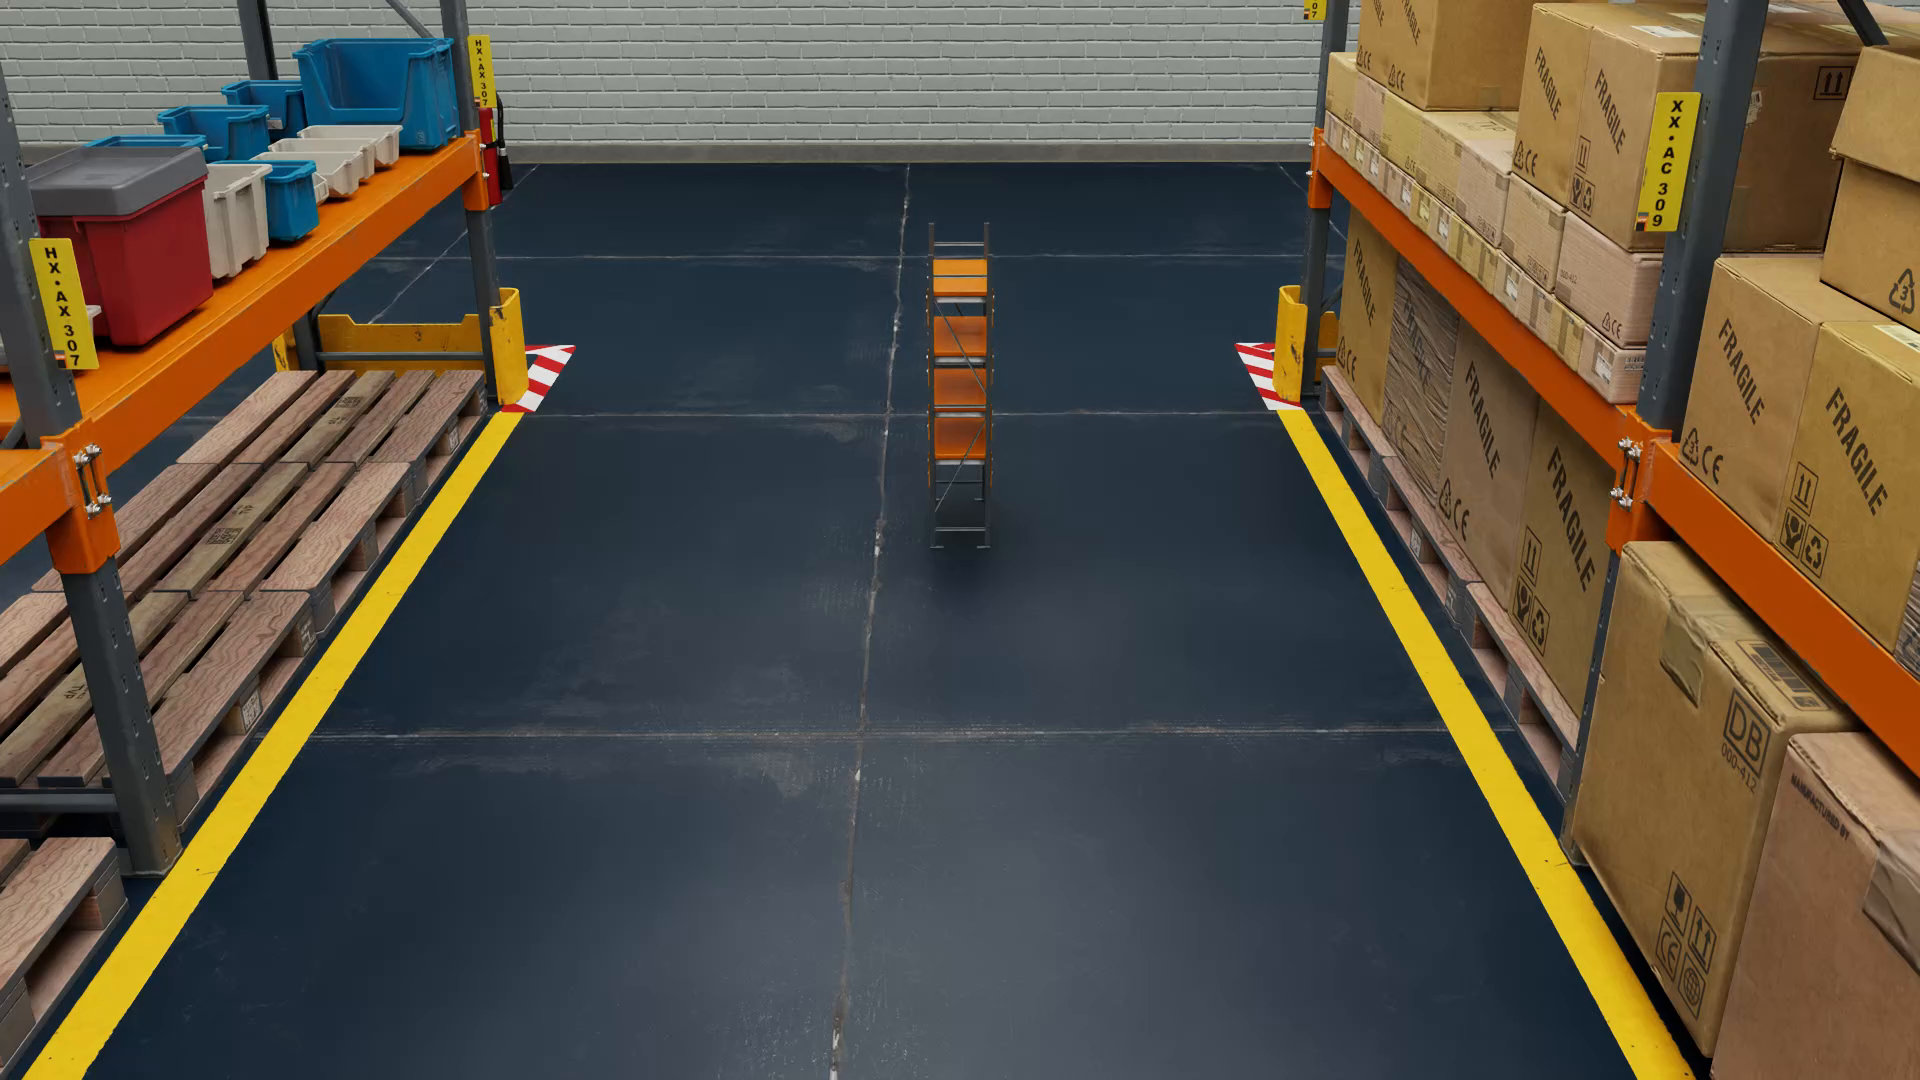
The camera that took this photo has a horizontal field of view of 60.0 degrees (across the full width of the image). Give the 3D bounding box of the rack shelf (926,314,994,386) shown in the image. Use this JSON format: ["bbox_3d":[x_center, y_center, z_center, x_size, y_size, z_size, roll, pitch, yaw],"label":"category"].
[{"bbox_3d":[-0.002,-0.757,6.589,0.258,0.148,0.480,0,24,-1],"label":"rack shelf"}]

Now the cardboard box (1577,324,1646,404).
[{"bbox_3d":[1.898,-0.475,4.464,0.380,0.149,0.250,0,24,0],"label":"cardboard box"}]

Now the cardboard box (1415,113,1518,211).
[{"bbox_3d":[1.946,-1.345,5.905,0.500,0.250,0.500,-1,24,-2],"label":"cardboard box"}]

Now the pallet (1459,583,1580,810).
[{"bbox_3d":[2.299,0.492,5.406,1.003,0.211,1.213,0,24,-1],"label":"pallet"}]

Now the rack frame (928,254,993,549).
[{"bbox_3d":[0.001,-0.514,6.431,0.240,1.200,0.015,0,24,-1],"label":"rack frame"}]

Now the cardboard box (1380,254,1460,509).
[{"bbox_3d":[2.282,-0.698,6.722,0.875,0.875,0.875,0,24,-1],"label":"cardboard box"}]

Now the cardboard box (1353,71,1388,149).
[{"bbox_3d":[1.933,-1.767,6.838,0.500,0.250,0.500,-1,24,-1],"label":"cardboard box"}]

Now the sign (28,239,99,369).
[{"bbox_3d":[-2.174,-0.570,4.035,0.100,0.325,0.005,0,24,-1],"label":"sign"}]

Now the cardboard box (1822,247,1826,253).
[{"bbox_3d":[2.486,-0.727,4.538,0.500,0.250,0.500,-1,24,-2],"label":"cardboard box"}]

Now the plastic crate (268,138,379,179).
[{"bbox_3d":[-2.589,-1.543,6.770,0.396,0.136,0.243,0,24,-1],"label":"plastic crate"}]

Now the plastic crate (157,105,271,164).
[{"bbox_3d":[-3.087,-1.667,6.927,0.416,0.233,0.300,0,24,-1],"label":"plastic crate"}]

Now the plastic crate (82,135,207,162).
[{"bbox_3d":[-3.080,-1.396,6.327,0.416,0.233,0.300,0,24,-1],"label":"plastic crate"}]

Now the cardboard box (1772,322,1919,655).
[{"bbox_3d":[1.990,-0.113,3.238,0.500,0.500,0.500,0,24,0],"label":"cardboard box"}]

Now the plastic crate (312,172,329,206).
[{"bbox_3d":[-2.540,-1.307,6.247,0.298,0.136,0.250,0,24,-1],"label":"plastic crate"}]

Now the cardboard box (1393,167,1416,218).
[{"bbox_3d":[1.875,-1.321,6.336,0.380,0.149,0.250,-1,24,-1],"label":"cardboard box"}]

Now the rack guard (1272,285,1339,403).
[{"bbox_3d":[2.185,-0.984,8.319,1.175,0.500,0.348,0,24,-1],"label":"rack guard"}]

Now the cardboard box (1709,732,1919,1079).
[{"bbox_3d":[2.266,0.944,3.092,1.225,0.875,0.875,-1,24,-2],"label":"cardboard box"}]

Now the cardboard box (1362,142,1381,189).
[{"bbox_3d":[1.870,-1.532,6.803,0.380,0.149,0.250,-1,24,-1],"label":"cardboard box"}]

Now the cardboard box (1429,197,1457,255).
[{"bbox_3d":[1.882,-1.109,5.867,0.380,0.149,0.250,0,24,0],"label":"cardboard box"}]

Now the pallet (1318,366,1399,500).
[{"bbox_3d":[2.272,-0.513,7.629,1.003,0.211,1.213,0,24,-1],"label":"pallet"}]

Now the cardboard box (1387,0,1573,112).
[{"bbox_3d":[1.938,-1.904,6.230,0.500,0.500,0.500,-1,24,-2],"label":"cardboard box"}]

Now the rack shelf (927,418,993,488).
[{"bbox_3d":[-0.002,-0.373,6.763,0.258,0.148,0.480,0,24,-1],"label":"rack shelf"}]

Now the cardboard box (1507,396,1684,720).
[{"bbox_3d":[2.302,0.040,5.091,0.875,0.875,0.875,0,24,-1],"label":"cardboard box"}]

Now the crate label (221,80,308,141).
[{"bbox_3d":[-3.094,-1.939,7.527,0.416,0.233,0.303,0,24,-1],"label":"crate label"}]

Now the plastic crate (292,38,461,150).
[{"bbox_3d":[-2.577,-1.997,7.410,0.616,0.435,0.499,0,24,-1],"label":"plastic crate"}]

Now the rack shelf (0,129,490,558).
[{"bbox_3d":[-2.746,-0.939,6.059,1.077,0.370,4.000,0,24,-1],"label":"rack shelf"}]

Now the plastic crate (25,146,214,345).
[{"bbox_3d":[-2.483,-0.868,4.879,0.402,0.464,0.583,0,24,-1],"label":"plastic crate"}]

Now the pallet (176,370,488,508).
[{"bbox_3d":[-2.797,-0.480,7.556,1.003,0.211,1.213,0,24,-1],"label":"pallet"}]

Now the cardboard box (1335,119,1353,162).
[{"bbox_3d":[1.863,-1.745,7.274,0.380,0.149,0.250,-1,24,-1],"label":"cardboard box"}]

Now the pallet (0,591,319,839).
[{"bbox_3d":[-2.771,0.525,5.333,1.003,0.211,1.213,0,24,-1],"label":"pallet"}]

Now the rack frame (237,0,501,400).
[{"bbox_3d":[-2.768,-2.091,7.733,1.000,3.000,0.127,0,24,-1],"label":"rack frame"}]

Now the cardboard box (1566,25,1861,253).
[{"bbox_3d":[1.956,-1.062,4.369,0.500,0.500,0.500,0,24,1],"label":"cardboard box"}]

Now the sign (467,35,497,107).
[{"bbox_3d":[-2.218,-2.174,7.720,0.100,0.325,0.005,0,24,-1],"label":"sign"}]

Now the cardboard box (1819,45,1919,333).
[{"bbox_3d":[2.244,-0.704,3.329,0.797,0.503,0.637,-1,24,-2],"label":"cardboard box"}]

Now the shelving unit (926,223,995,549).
[{"bbox_3d":[-0.002,-0.615,6.654,0.258,1.200,0.503,0,24,-1],"label":"shelving unit"}]

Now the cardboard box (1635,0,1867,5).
[{"bbox_3d":[2.471,-1.490,5.315,0.500,0.500,0.500,-1,24,-2],"label":"cardboard box"}]

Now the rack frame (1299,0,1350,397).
[{"bbox_3d":[2.185,-2.113,7.782,1.000,3.000,0.127,0,24,-1],"label":"rack frame"}]

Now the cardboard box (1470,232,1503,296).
[{"bbox_3d":[1.886,-0.899,5.402,0.380,0.149,0.250,0,24,0],"label":"cardboard box"}]

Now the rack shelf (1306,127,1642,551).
[{"bbox_3d":[2.207,-0.961,6.108,1.077,0.370,4.000,0,24,-1],"label":"rack shelf"}]

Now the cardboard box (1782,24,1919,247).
[{"bbox_3d":[2.479,-1.072,4.392,0.500,0.500,0.500,0,24,-1],"label":"cardboard box"}]

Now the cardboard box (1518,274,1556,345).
[{"bbox_3d":[1.892,-0.686,4.933,0.380,0.149,0.250,-1,24,-1],"label":"cardboard box"}]

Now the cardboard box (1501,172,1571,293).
[{"bbox_3d":[1.953,-0.926,4.979,0.500,0.250,0.500,0,24,1],"label":"cardboard box"}]
